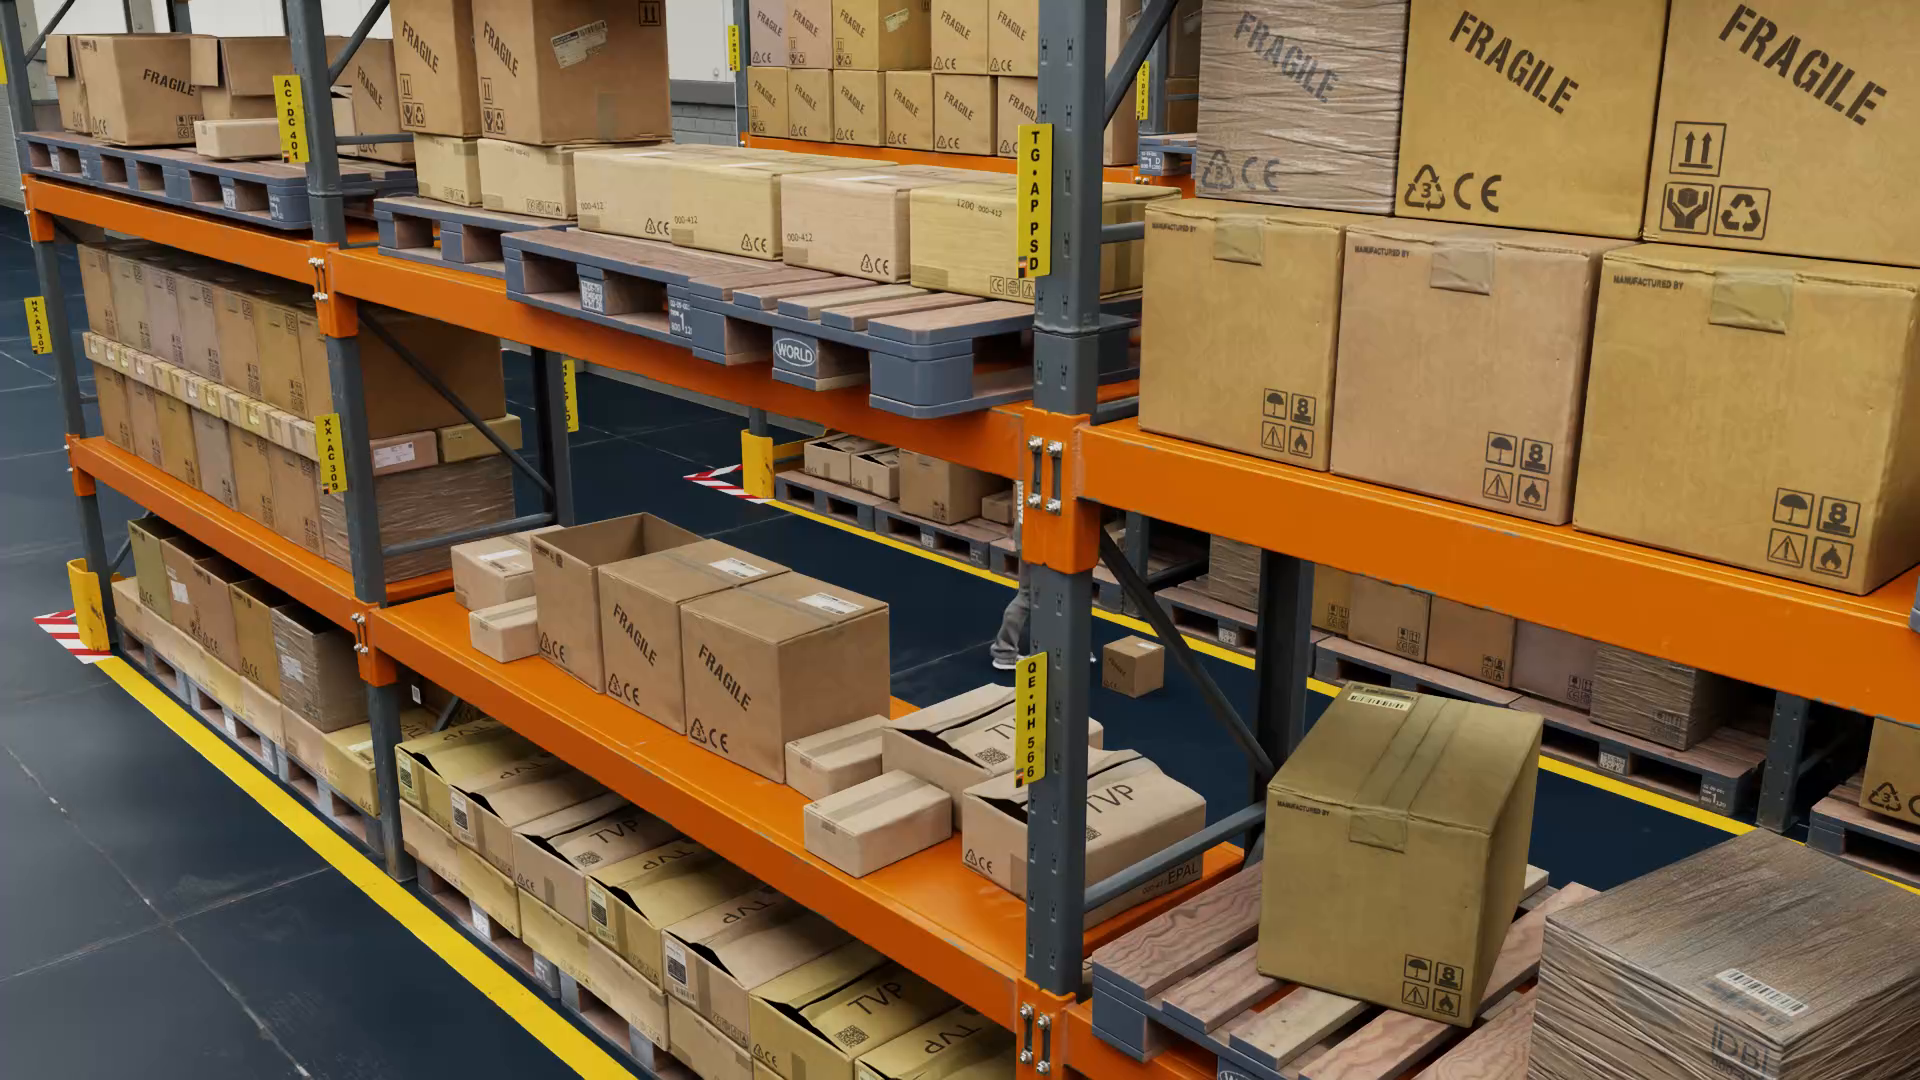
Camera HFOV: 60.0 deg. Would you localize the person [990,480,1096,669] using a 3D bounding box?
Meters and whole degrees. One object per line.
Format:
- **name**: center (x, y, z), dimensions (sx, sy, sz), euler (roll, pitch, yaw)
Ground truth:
- **person**: center (0.494, -0.005, 9.556), dimensions (0.599, 1.591, 0.426), euler (5, 18, 14)
